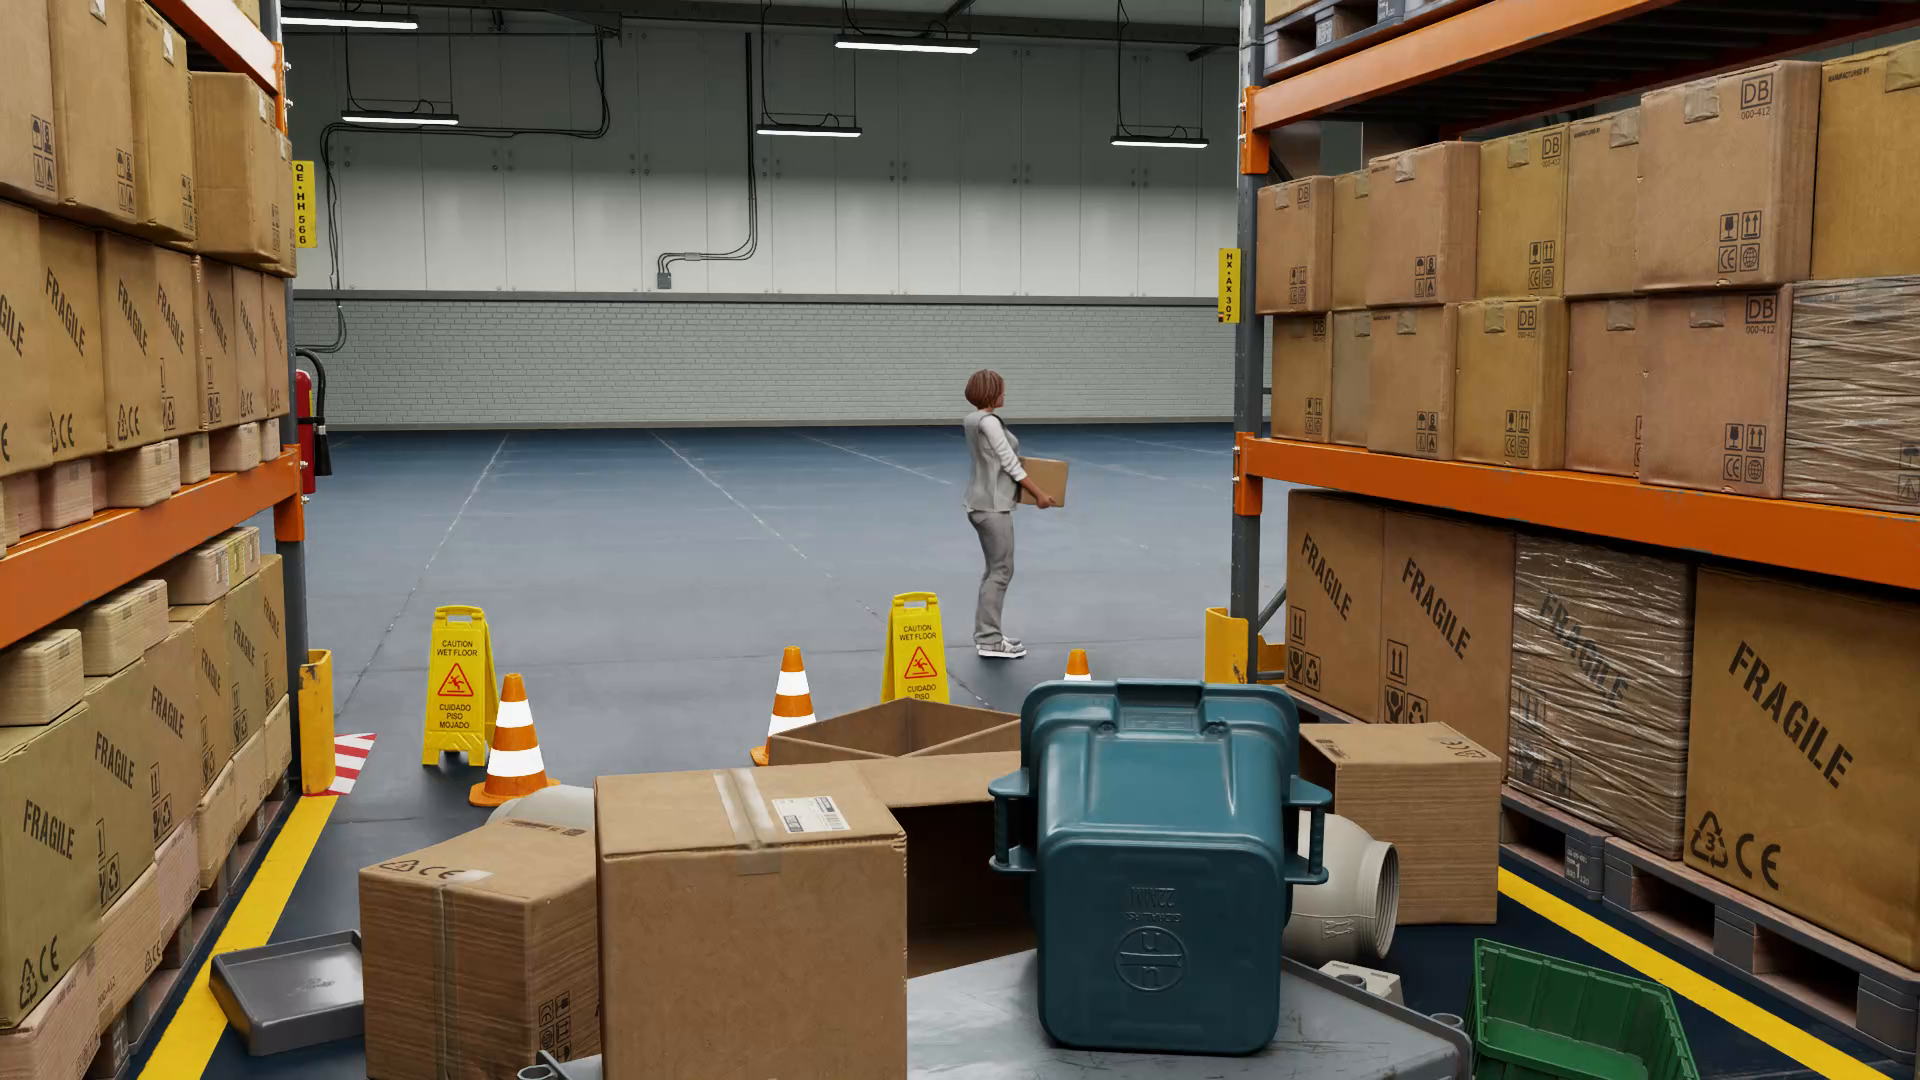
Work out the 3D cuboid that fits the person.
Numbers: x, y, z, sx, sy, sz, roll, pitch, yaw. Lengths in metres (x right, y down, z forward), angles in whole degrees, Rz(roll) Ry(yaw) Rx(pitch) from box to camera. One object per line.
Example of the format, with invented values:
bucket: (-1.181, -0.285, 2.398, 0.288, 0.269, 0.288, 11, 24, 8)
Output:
person: (0.264, -0.153, 9.274, 0.488, 1.595, 0.405, -1, 7, -13)
